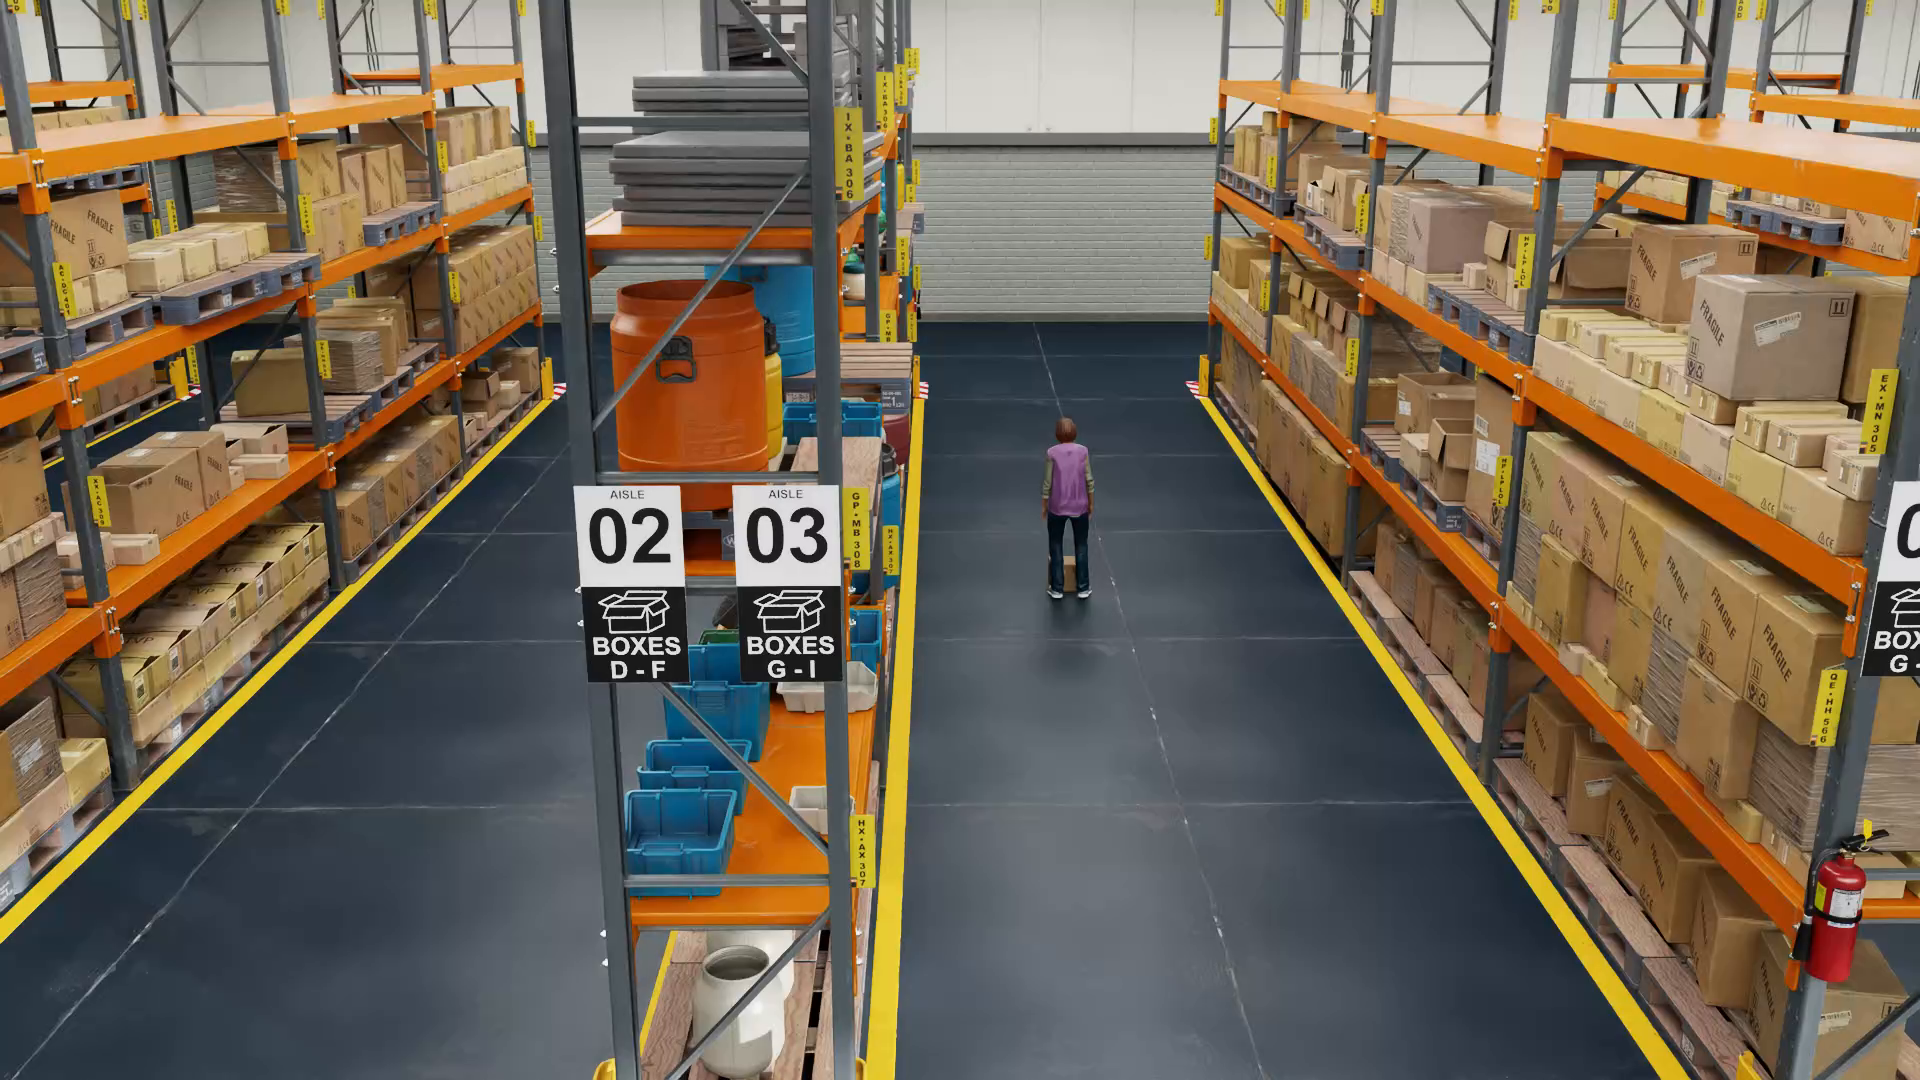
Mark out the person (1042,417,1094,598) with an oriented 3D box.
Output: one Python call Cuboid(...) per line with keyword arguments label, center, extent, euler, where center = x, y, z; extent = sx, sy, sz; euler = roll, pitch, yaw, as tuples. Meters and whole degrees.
Cuboid(label="person", center=(0.937, -0.267, 14.420), extent=(0.475, 1.591, 0.345), euler=(-1, 17, -4))
